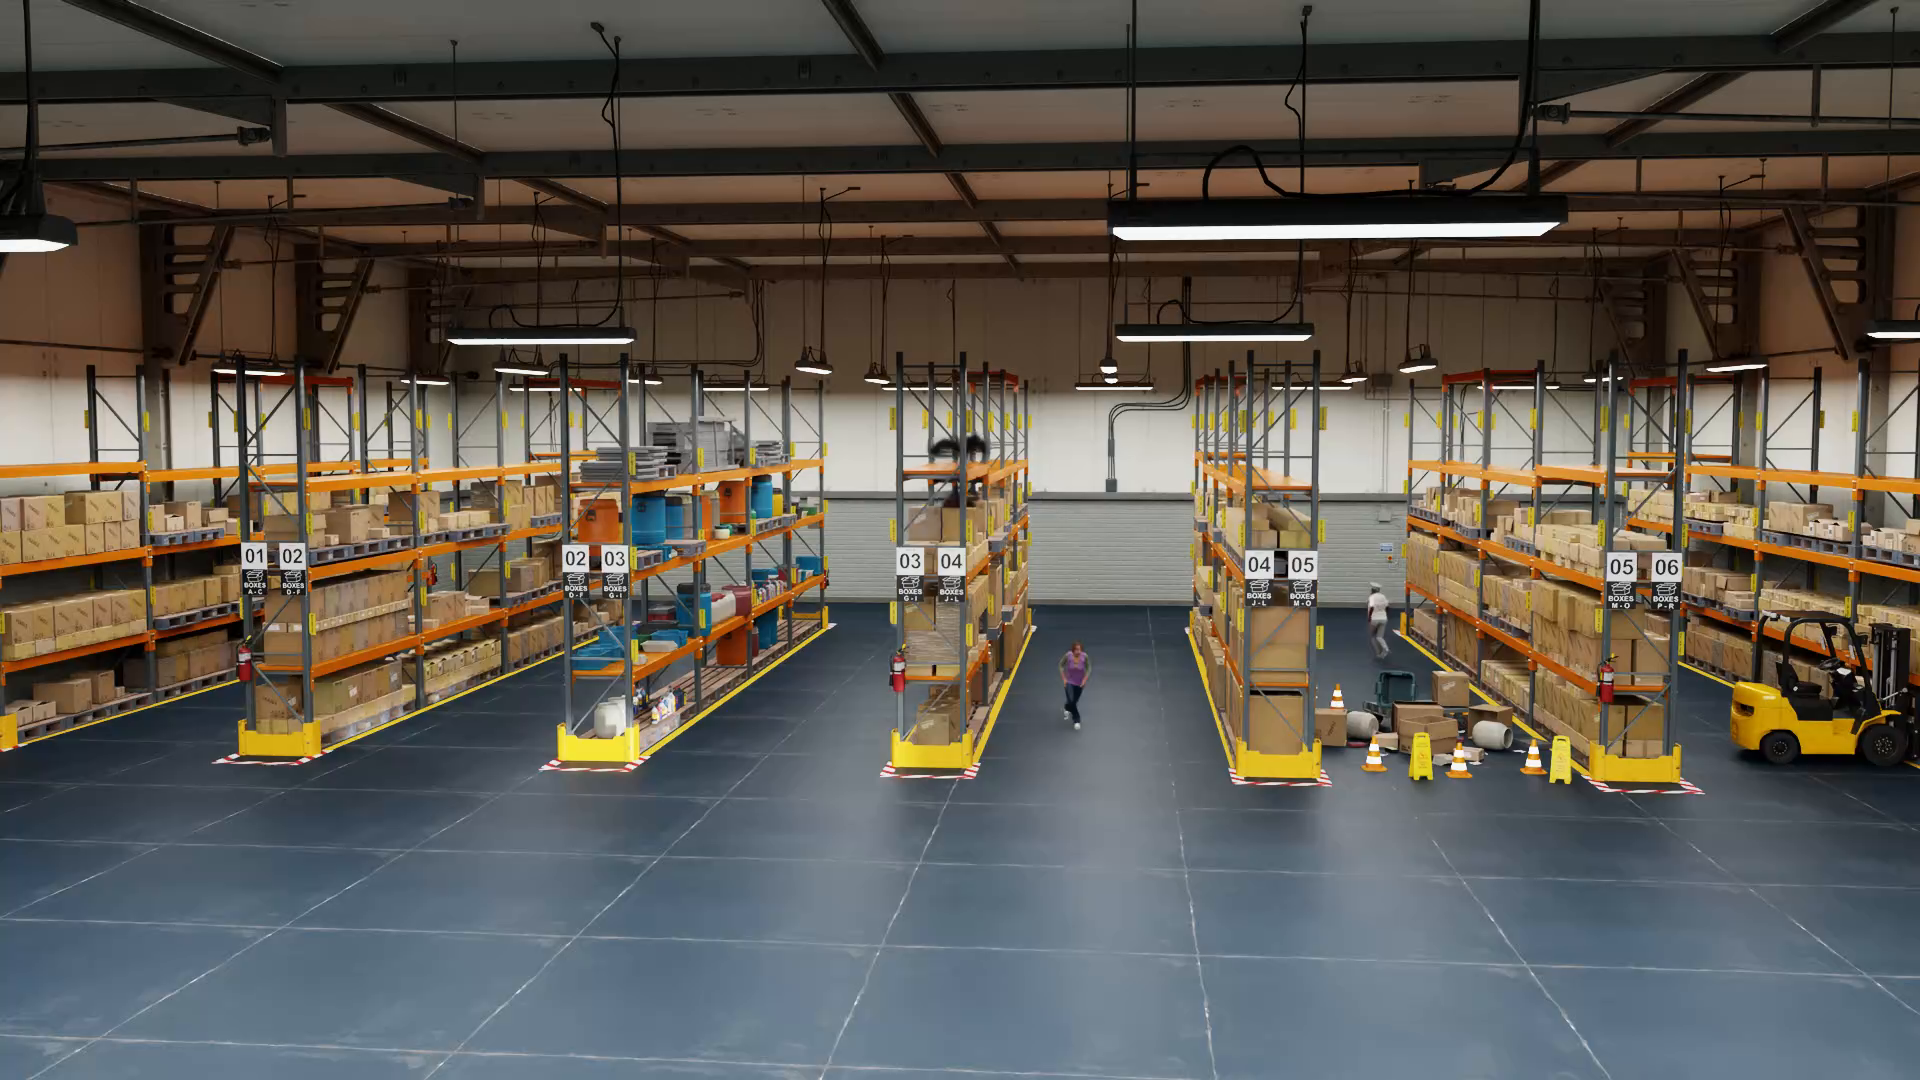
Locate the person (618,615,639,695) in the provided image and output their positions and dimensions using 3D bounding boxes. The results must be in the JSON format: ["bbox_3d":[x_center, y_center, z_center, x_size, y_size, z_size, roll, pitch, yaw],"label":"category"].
[{"bbox_3d":[-5.947,2.110,29.958,0.610,1.615,0.975,0,4,2],"label":"person"}]

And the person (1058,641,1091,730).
[{"bbox_3d":[1.863,2.361,27.293,0.538,1.494,0.918,0,4,-6],"label":"person"}]

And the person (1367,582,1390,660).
[{"bbox_3d":[8.784,1.726,34.714,0.565,1.662,0.709,-1,4,-16],"label":"person"}]

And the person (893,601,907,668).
[{"bbox_3d":[-1.029,1.751,33.777,0.662,1.715,0.704,0,4,-5],"label":"person"}]

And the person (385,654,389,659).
[{"bbox_3d":[-11.567,1.896,32.989,0.606,1.539,0.767,-1,4,-7],"label":"person"}]
